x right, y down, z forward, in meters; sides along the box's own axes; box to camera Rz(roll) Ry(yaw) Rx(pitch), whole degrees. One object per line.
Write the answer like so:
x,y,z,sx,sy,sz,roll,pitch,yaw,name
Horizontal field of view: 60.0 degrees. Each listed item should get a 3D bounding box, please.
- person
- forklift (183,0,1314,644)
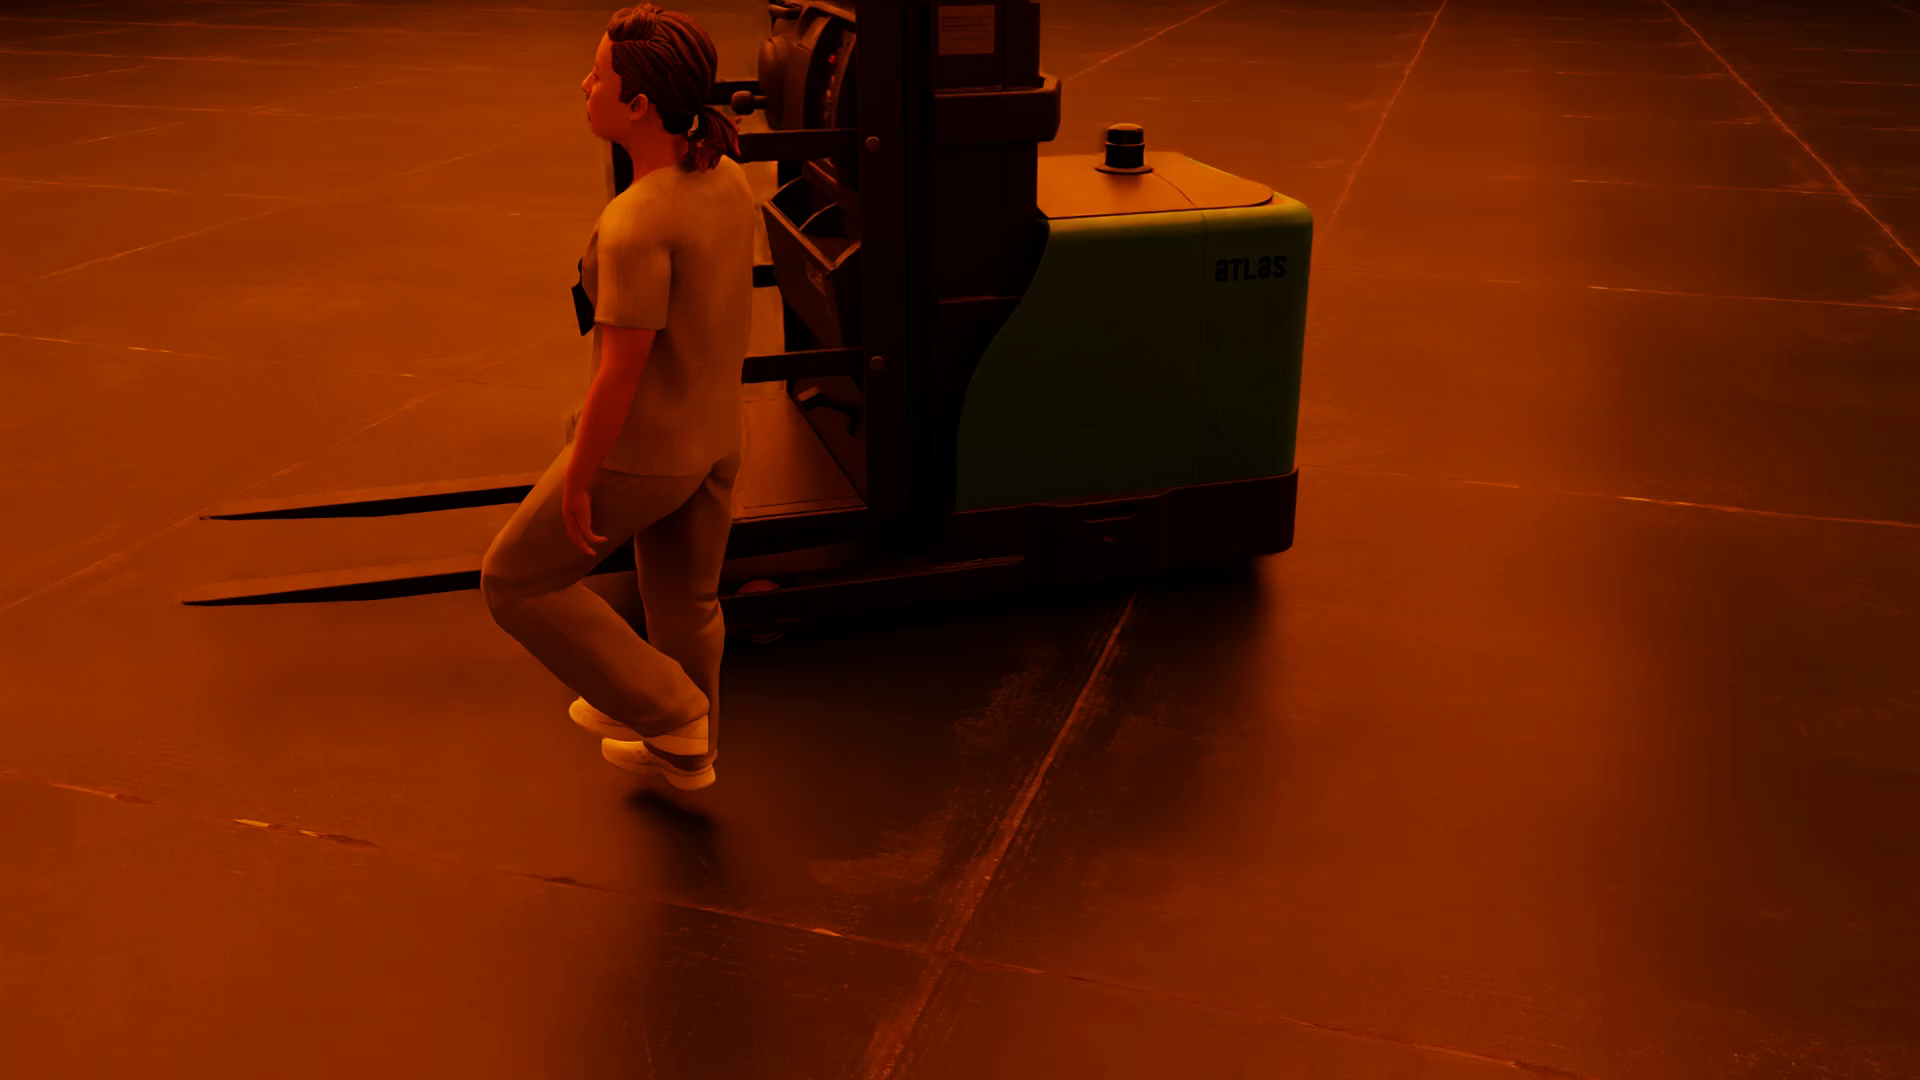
-0.626,-0.165,3.203,0.545,1.673,0.549,7,23,16,person
-0.592,-1.281,4.384,3.031,2.935,1.130,-7,23,-16,forklift
